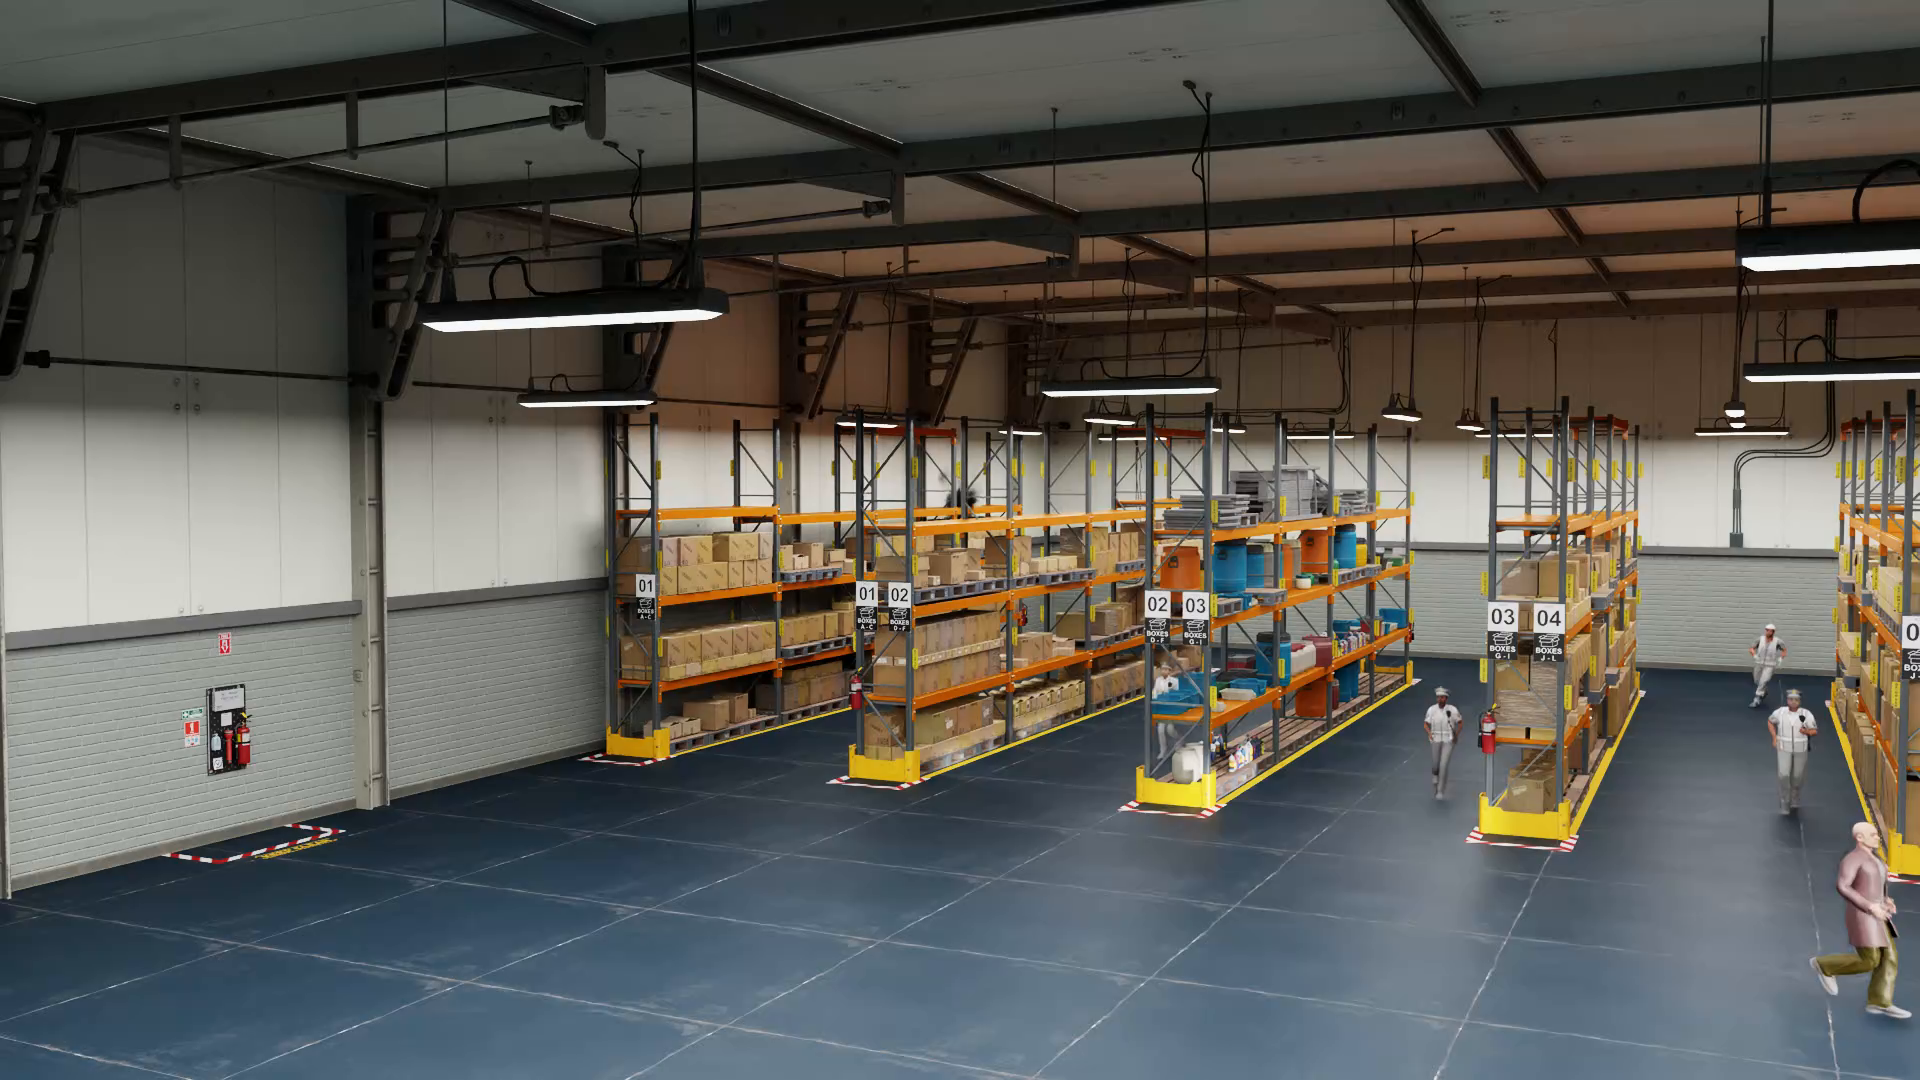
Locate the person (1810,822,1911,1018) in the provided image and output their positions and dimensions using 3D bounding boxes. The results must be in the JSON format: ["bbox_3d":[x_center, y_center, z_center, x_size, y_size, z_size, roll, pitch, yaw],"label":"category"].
[{"bbox_3d":[8.336,3.517,15.352,0.726,1.658,0.865,-2,3,-40],"label":"person"}]

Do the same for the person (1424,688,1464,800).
[{"bbox_3d":[7.437,3.101,25.574,0.586,1.698,0.782,1,3,24],"label":"person"}]

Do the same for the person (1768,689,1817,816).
[{"bbox_3d":[12.156,3.101,24.278,0.639,1.851,0.716,1,3,23],"label":"person"}]

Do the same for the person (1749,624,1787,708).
[{"bbox_3d":[17.067,2.647,35.154,0.692,1.763,0.870,2,3,41],"label":"person"}]

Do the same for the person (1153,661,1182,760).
[{"bbox_3d":[3.613,2.947,29.013,0.629,1.687,0.773,1,3,28],"label":"person"}]
